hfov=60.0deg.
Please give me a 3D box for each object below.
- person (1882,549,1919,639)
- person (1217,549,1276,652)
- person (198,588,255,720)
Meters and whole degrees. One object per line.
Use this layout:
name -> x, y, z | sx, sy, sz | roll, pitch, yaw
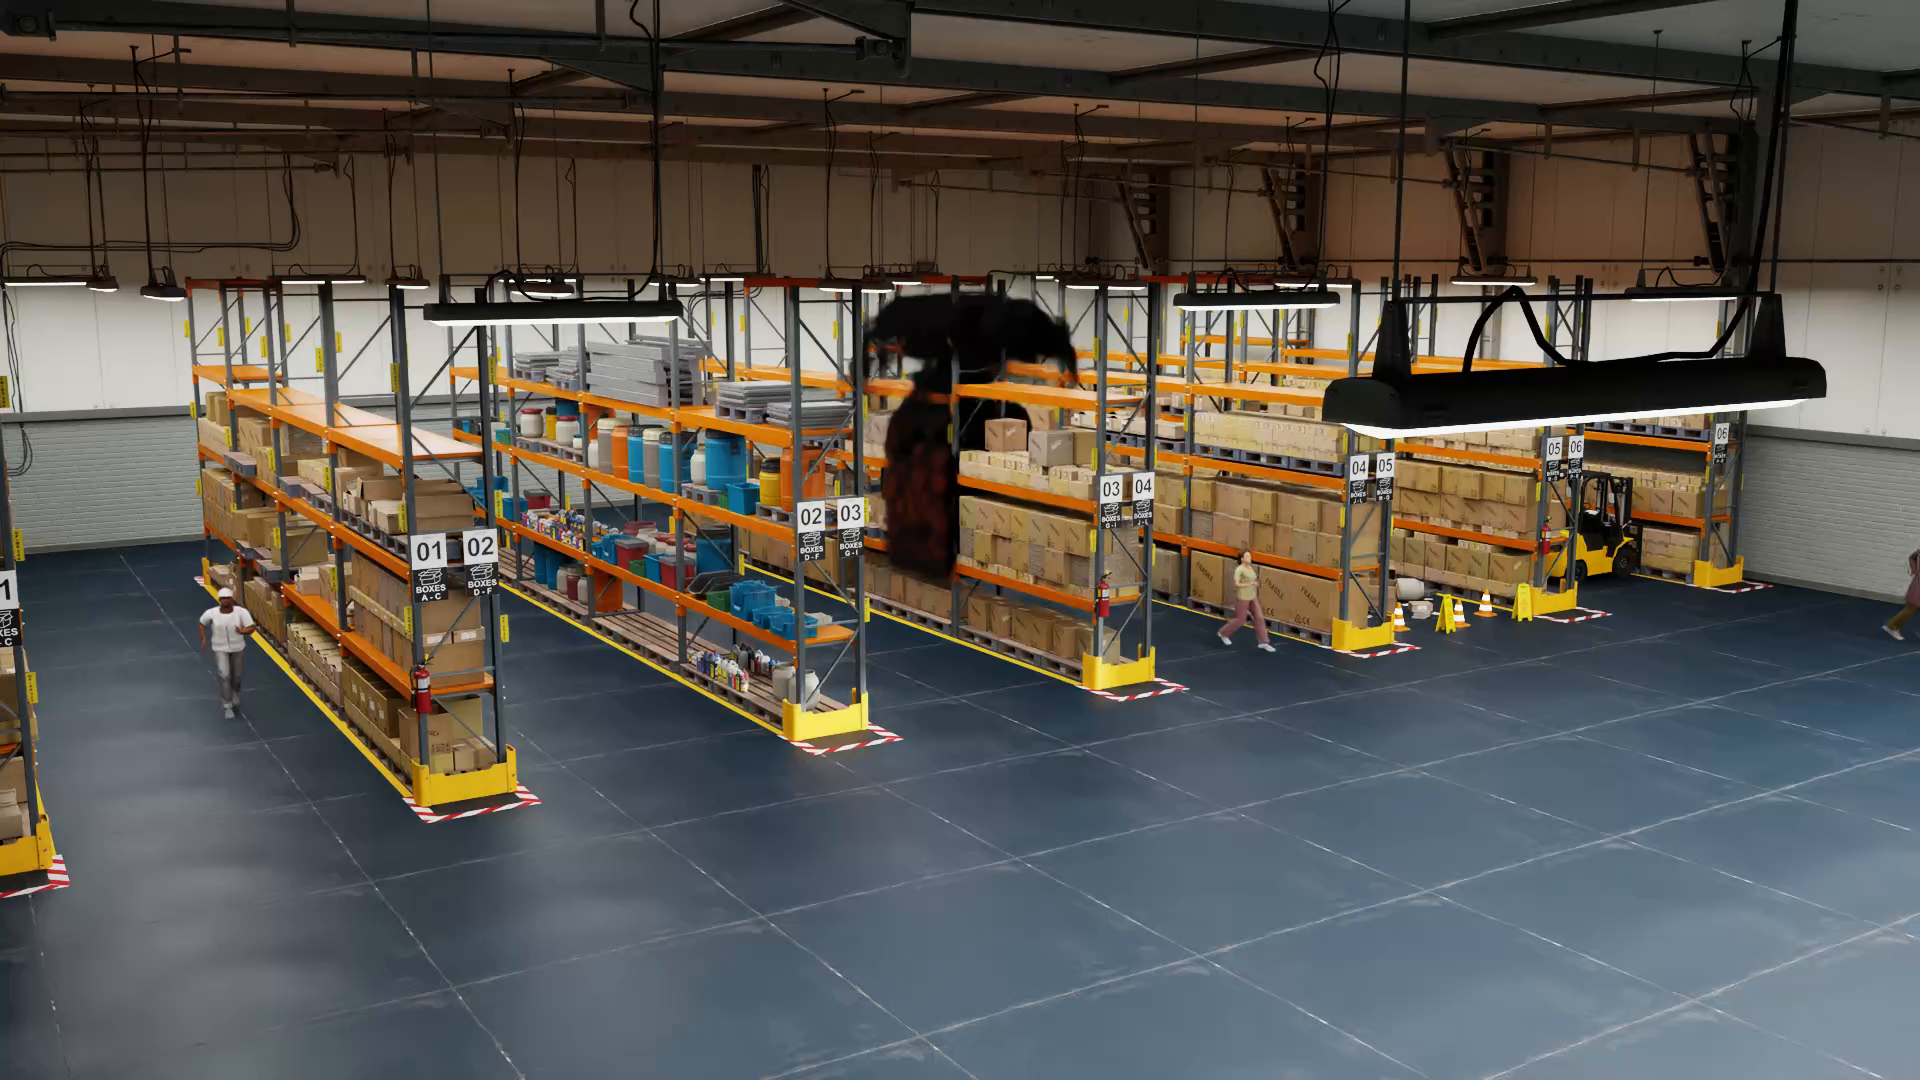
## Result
person -> 15.884, 0.871, 27.599 | 0.939, 1.868, 0.686 | 9, 13, 43
person -> 4.711, 0.967, 27.202 | 1.022, 1.640, 0.580 | 9, 13, 44
person -> -10.255, 1.547, 23.328 | 0.692, 1.781, 0.922 | -6, 11, -30
